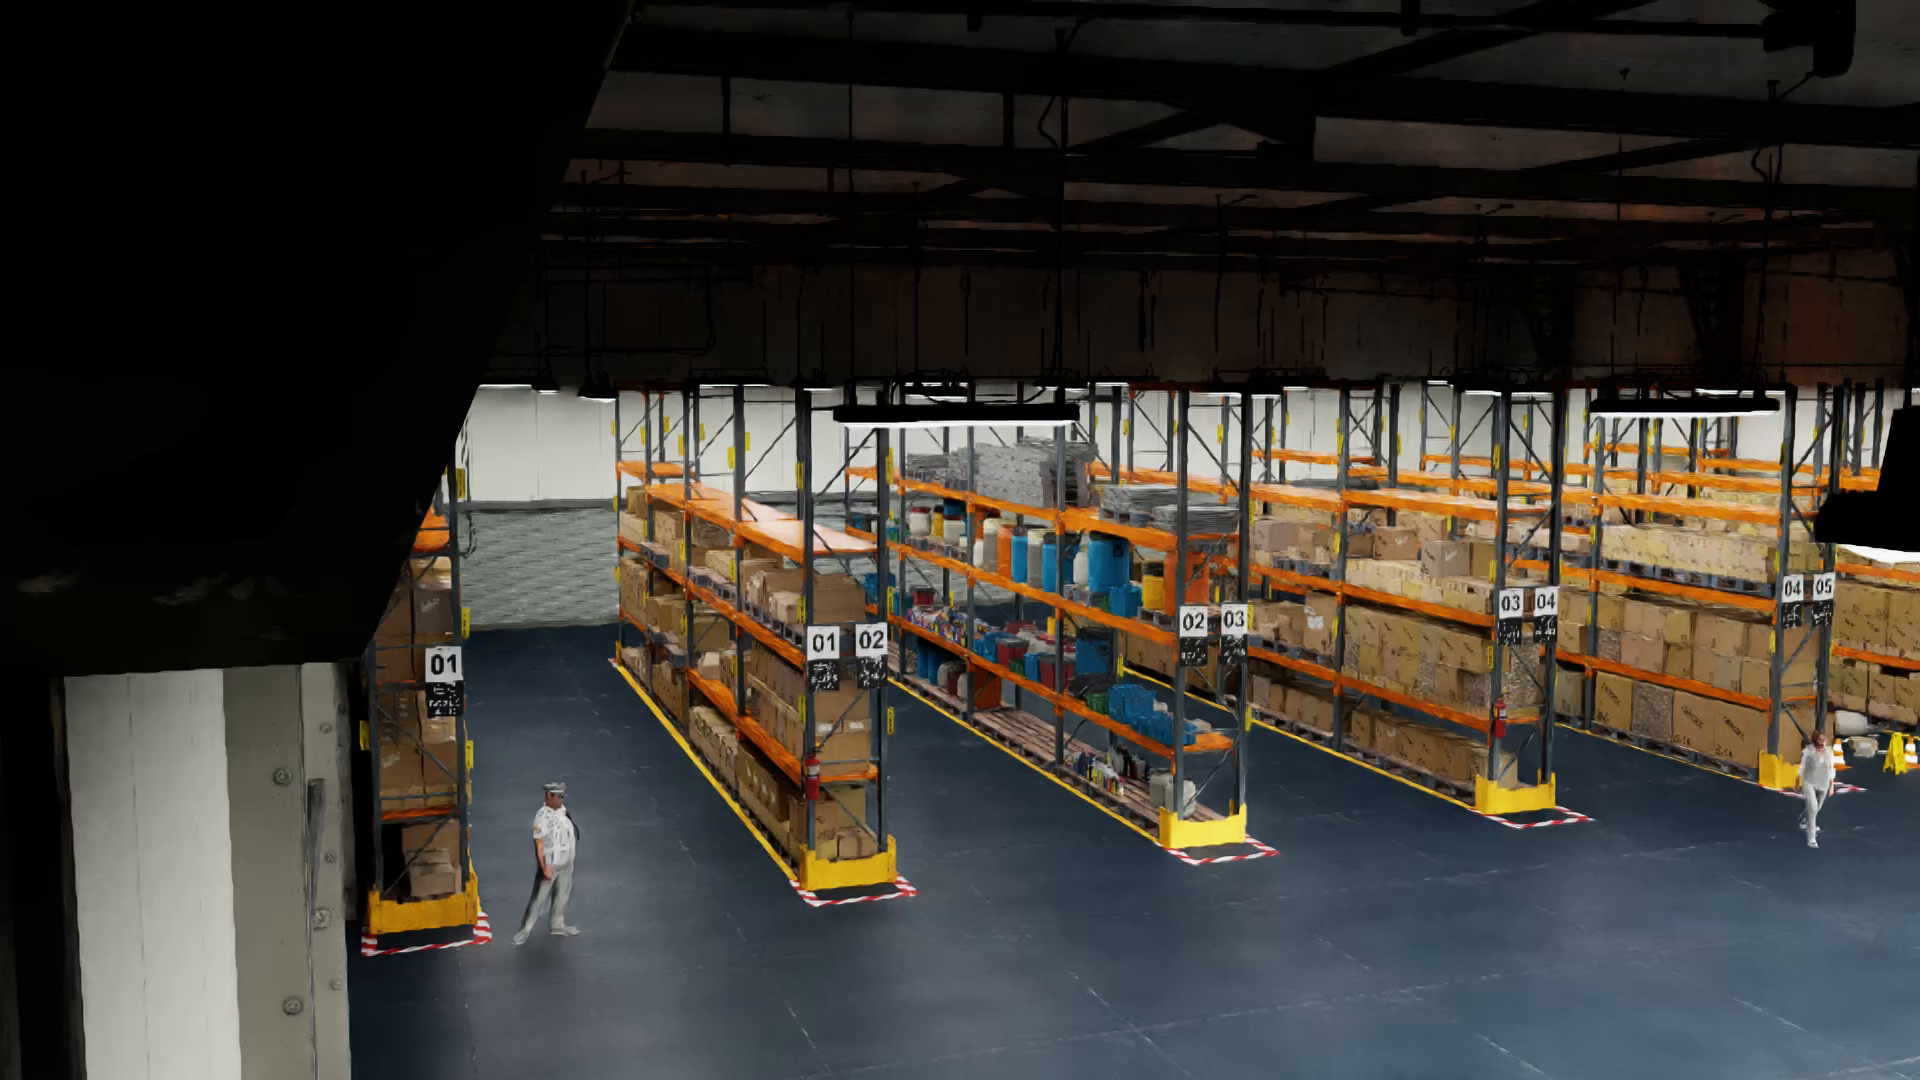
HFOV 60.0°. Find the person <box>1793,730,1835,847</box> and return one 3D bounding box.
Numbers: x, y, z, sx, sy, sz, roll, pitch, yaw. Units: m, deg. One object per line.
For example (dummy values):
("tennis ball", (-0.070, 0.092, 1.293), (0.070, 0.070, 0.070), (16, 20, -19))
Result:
("person", (11.323, 3.233, 22.046), (0.461, 1.531, 0.866), (0, 6, 2))

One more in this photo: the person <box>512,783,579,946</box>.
("person", (-4.564, 3.542, 18.244), (0.524, 1.748, 0.735), (3, 7, 25))
